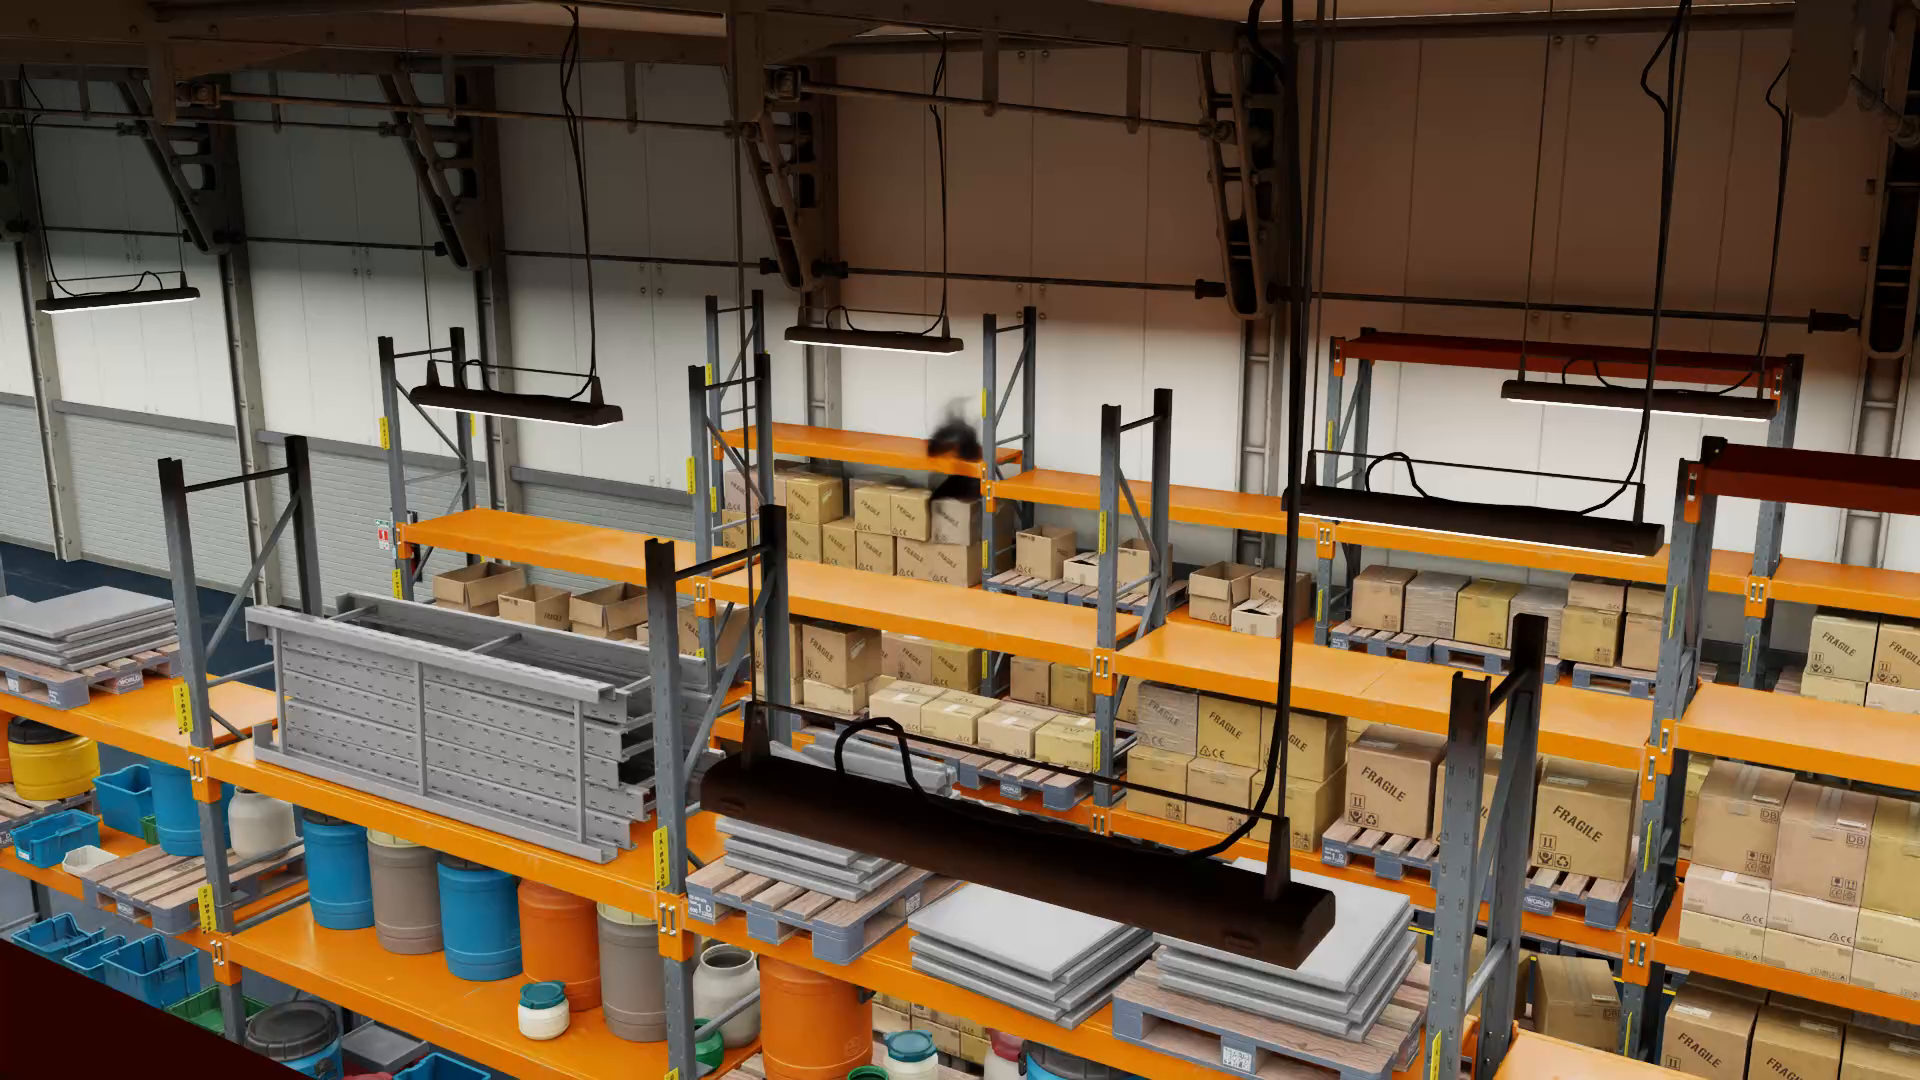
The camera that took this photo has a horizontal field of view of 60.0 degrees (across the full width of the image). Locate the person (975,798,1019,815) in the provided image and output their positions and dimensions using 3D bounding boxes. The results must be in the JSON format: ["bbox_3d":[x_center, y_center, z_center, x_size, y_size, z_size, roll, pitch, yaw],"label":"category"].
[{"bbox_3d":[0.440,2.896,16.917,0.749,1.748,0.584,7,15,26],"label":"person"}]
